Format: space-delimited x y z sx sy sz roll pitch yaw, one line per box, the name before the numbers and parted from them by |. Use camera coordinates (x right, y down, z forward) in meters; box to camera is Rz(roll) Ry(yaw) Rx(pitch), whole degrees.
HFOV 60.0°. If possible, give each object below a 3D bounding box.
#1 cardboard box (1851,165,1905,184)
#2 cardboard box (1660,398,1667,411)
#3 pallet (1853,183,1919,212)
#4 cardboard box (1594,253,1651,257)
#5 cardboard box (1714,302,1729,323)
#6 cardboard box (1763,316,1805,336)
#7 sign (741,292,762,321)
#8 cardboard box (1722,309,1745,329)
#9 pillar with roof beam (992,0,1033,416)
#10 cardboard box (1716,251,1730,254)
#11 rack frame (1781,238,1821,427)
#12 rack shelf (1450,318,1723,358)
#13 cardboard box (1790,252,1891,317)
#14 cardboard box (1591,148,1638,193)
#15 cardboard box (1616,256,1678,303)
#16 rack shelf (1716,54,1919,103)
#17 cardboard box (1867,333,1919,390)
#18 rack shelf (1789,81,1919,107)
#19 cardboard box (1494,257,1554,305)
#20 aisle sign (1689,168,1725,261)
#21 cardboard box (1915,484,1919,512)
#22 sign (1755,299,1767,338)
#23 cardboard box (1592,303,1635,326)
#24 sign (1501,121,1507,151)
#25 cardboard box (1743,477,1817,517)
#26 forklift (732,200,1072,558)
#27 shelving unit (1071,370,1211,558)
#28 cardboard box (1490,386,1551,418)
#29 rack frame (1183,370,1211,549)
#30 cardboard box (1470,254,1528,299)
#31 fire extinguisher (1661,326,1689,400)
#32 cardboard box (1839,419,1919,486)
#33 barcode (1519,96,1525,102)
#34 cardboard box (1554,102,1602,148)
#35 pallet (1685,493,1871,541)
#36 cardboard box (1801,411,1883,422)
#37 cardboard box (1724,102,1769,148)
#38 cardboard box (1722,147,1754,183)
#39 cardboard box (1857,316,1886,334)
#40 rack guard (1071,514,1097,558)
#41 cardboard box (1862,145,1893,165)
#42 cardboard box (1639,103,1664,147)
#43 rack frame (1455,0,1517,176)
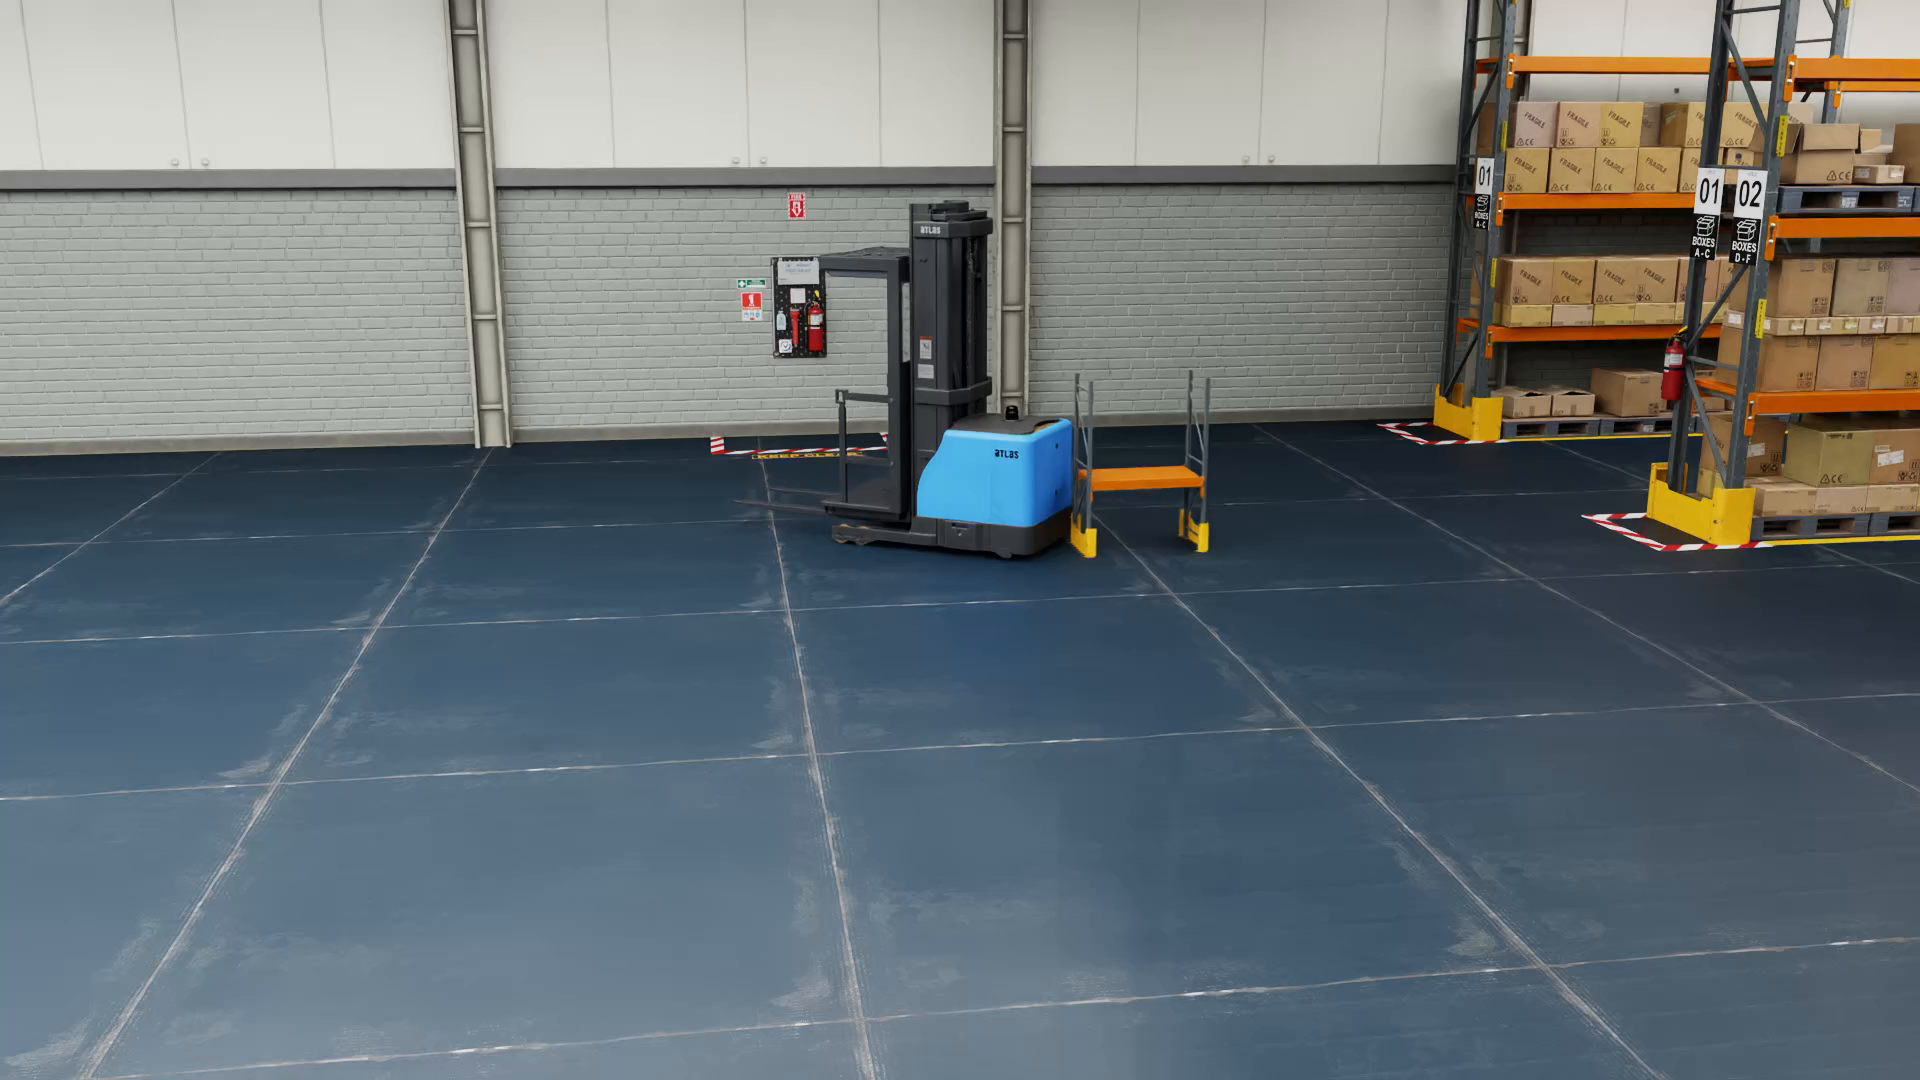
cardboard box | 7.901 -3.158 14.346 0.250 0.149 0.380 -2 14 -8
cardboard box | 8.341 -1.667 20.158 0.250 0.149 0.380 -3 14 -13
pallet | 8.624 -3.029 14.650 1.213 0.211 1.003 -2 14 -8
cardboard box | 7.912 -3.167 19.910 0.500 0.500 0.500 -2 14 -8
cardboard box | 9.008 -2.720 19.669 0.500 0.250 0.500 -2 14 -8
cardboard box | 7.132 -1.879 14.507 0.250 0.149 0.380 -2 14 -9
sign | -2.411 -2.702 19.256 0.234 0.329 0.001 -2 14 -8
cardboard box | 7.061 -1.976 14.895 0.250 0.149 0.380 -2 14 -9
pillar with roof beam | 1.242 -4.635 14.703 0.400 9.000 9.100 -2 14 -8
cardboard box | 9.429 -3.223 20.134 0.500 0.500 0.500 -2 14 -10
rack frame | 9.925 -2.889 20.077 0.127 3.000 1.000 -2 14 -8
rack shelf | 7.948 -2.468 19.875 4.000 0.370 1.077 -2 14 -8
cardboard box | 7.747 -2.267 14.722 0.500 0.500 0.700 -2 14 -10
cardboard box | 7.387 -4.240 19.050 0.500 0.500 0.500 -1 14 -6
cardboard box | 7.997 -3.044 19.420 0.500 0.500 0.500 -2 14 -7
rack shelf | 8.689 -3.992 14.443 4.000 0.370 1.077 -2 14 -8
cardboard box | 8.186 -1.652 14.938 0.500 0.500 0.700 -2 14 -8
rack shelf | 11.903 -5.329 19.772 4.000 0.370 1.077 -2 14 -8
cardboard box | 6.487 -2.990 19.204 0.500 0.500 0.500 -2 14 -8
aisle sign | 6.603 -2.882 14.704 0.004 0.787 0.394 -2 14 -8
cardboard box | 8.759 -0.443 15.110 0.500 0.250 0.500 -2 14 -8
sign | 6.788 -1.878 14.100 0.005 0.325 0.100 -2 14 -8
cardboard box | 7.516 -2.662 19.437 0.500 0.250 0.500 -2 14 -9
sign | 6.051 -4.493 18.507 0.005 0.325 0.100 -2 14 -8
cardboard box | 7.275 -0.389 14.895 0.500 0.250 0.500 -2 14 -8
forklift | -0.571 -1.484 14.615 3.031 2.935 1.130 6 15 23
shelving unit | 1.556 -0.670 14.310 1.083 1.500 0.587 -3 14 -10
cardboard box | 6.667 -1.657 19.786 0.500 0.311 0.500 -4 15 -15
rack frame | 2.046 -0.692 14.400 0.032 1.500 0.500 -3 14 -10
cardboard box | 6.404 -3.113 19.695 0.500 0.500 0.500 -2 14 -9
fire extinguisher | 6.526 -1.623 15.186 0.183 0.674 0.296 -2 14 -8
cardboard box | 8.262 -0.792 14.963 0.500 0.500 0.500 -2 14 -8
barcode | 6.598 -5.170 19.509 0.075 0.075 0.001 -2 14 -8
cardboard box | 6.891 -4.704 18.844 0.500 0.500 0.500 -2 14 -9
pallet | 7.462 -0.238 15.238 1.213 0.211 1.003 -2 14 -8
cardboard box | 8.184 -0.917 15.461 0.500 0.500 0.500 -2 14 -8
cardboard box | 8.927 -4.782 19.153 0.500 0.500 0.500 -1 14 -5
cardboard box | 8.961 -4.309 19.326 0.500 0.500 0.500 -3 14 -13
cardboard box | 7.889 -1.906 14.617 0.250 0.149 0.380 -2 14 -9
rack guard | 1.066 -0.041 14.373 0.087 0.250 0.587 -3 14 -10
cardboard box | 8.361 -3.362 14.825 0.500 0.311 0.500 0 14 -2
cardboard box | 7.884 -4.872 19.515 0.500 0.500 0.500 -2 14 -8
rack frame | 5.970 -5.654 18.769 0.127 3.000 1.000 -2 14 -8
